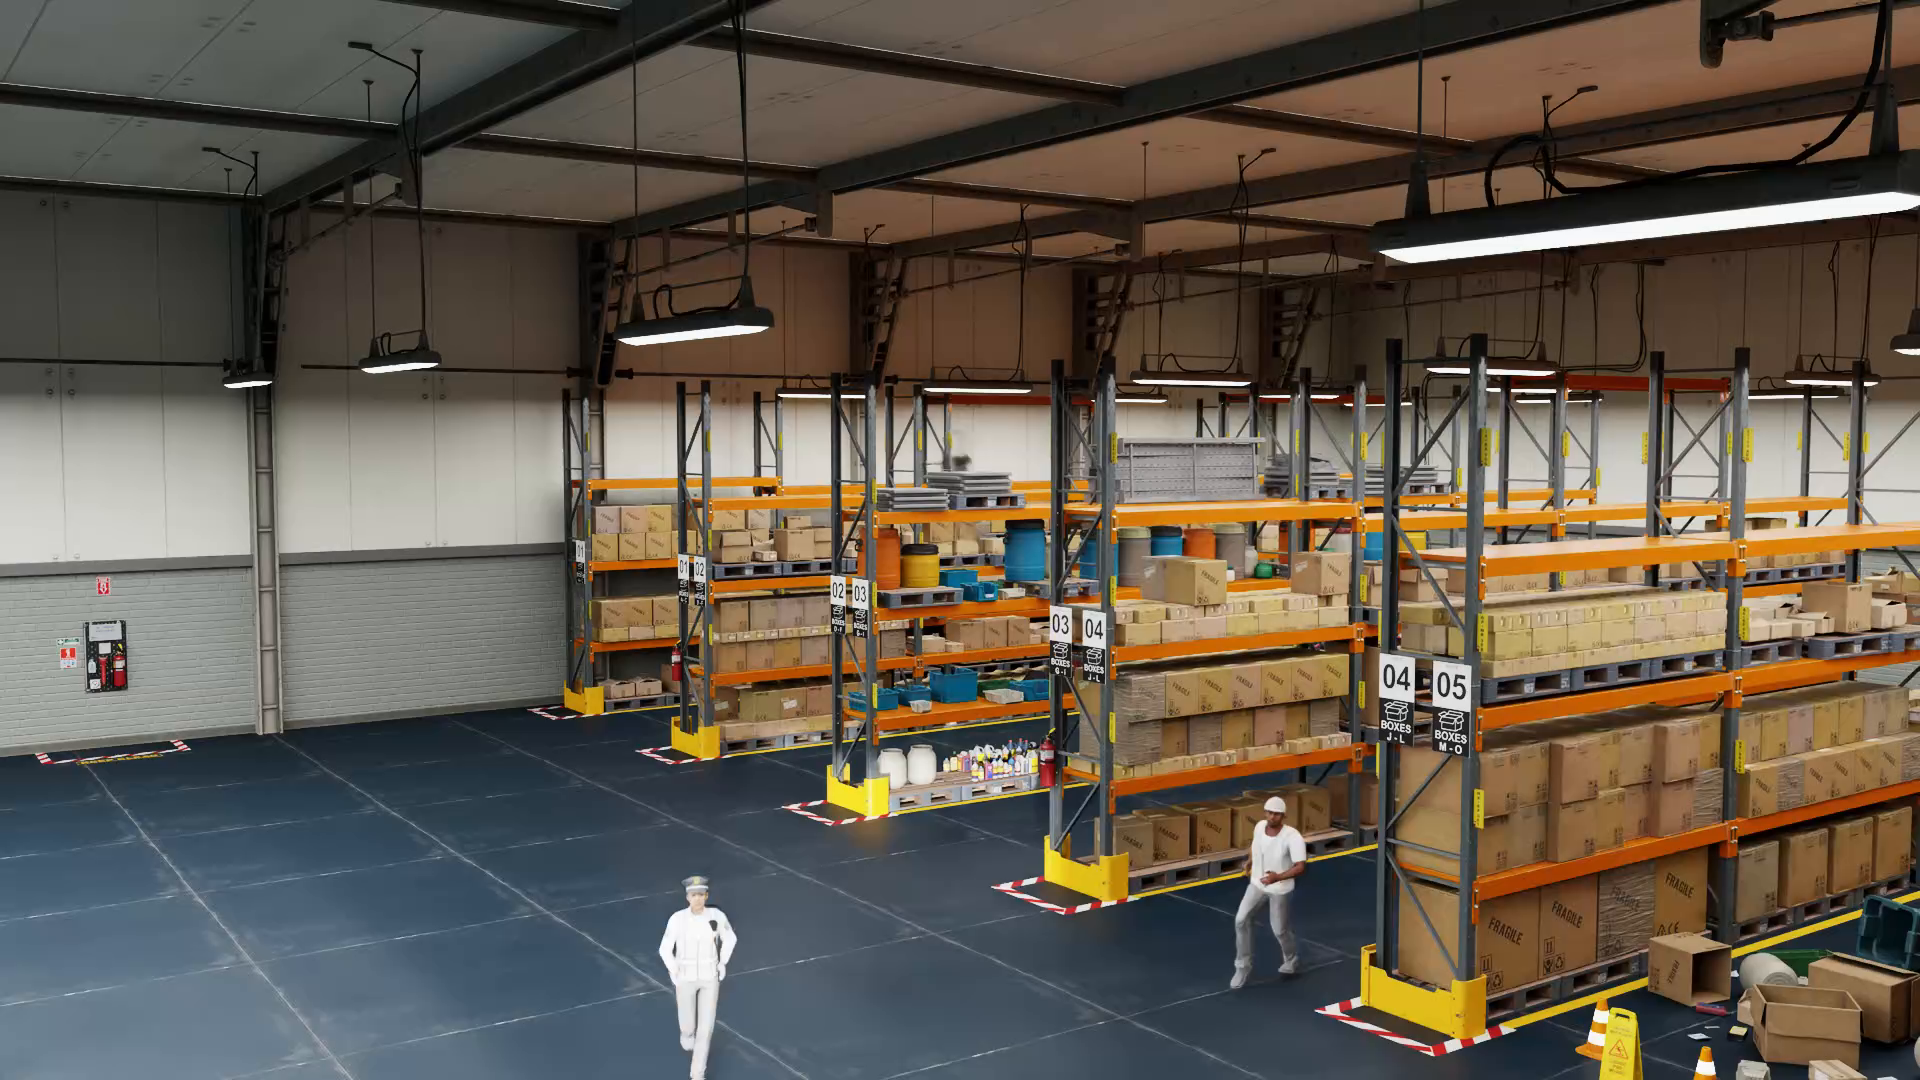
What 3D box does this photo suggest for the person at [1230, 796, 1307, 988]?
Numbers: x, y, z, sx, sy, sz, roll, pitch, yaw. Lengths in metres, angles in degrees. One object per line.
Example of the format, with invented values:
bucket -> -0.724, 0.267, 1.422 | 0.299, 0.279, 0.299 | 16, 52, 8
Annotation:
person -> 2.933, 3.295, 15.613 | 0.704, 1.802, 0.770 | 3, 5, 43

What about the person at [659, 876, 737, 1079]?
person -> -2.081, 3.482, 13.262 | 0.617, 1.661, 0.742 | -1, 4, -12
